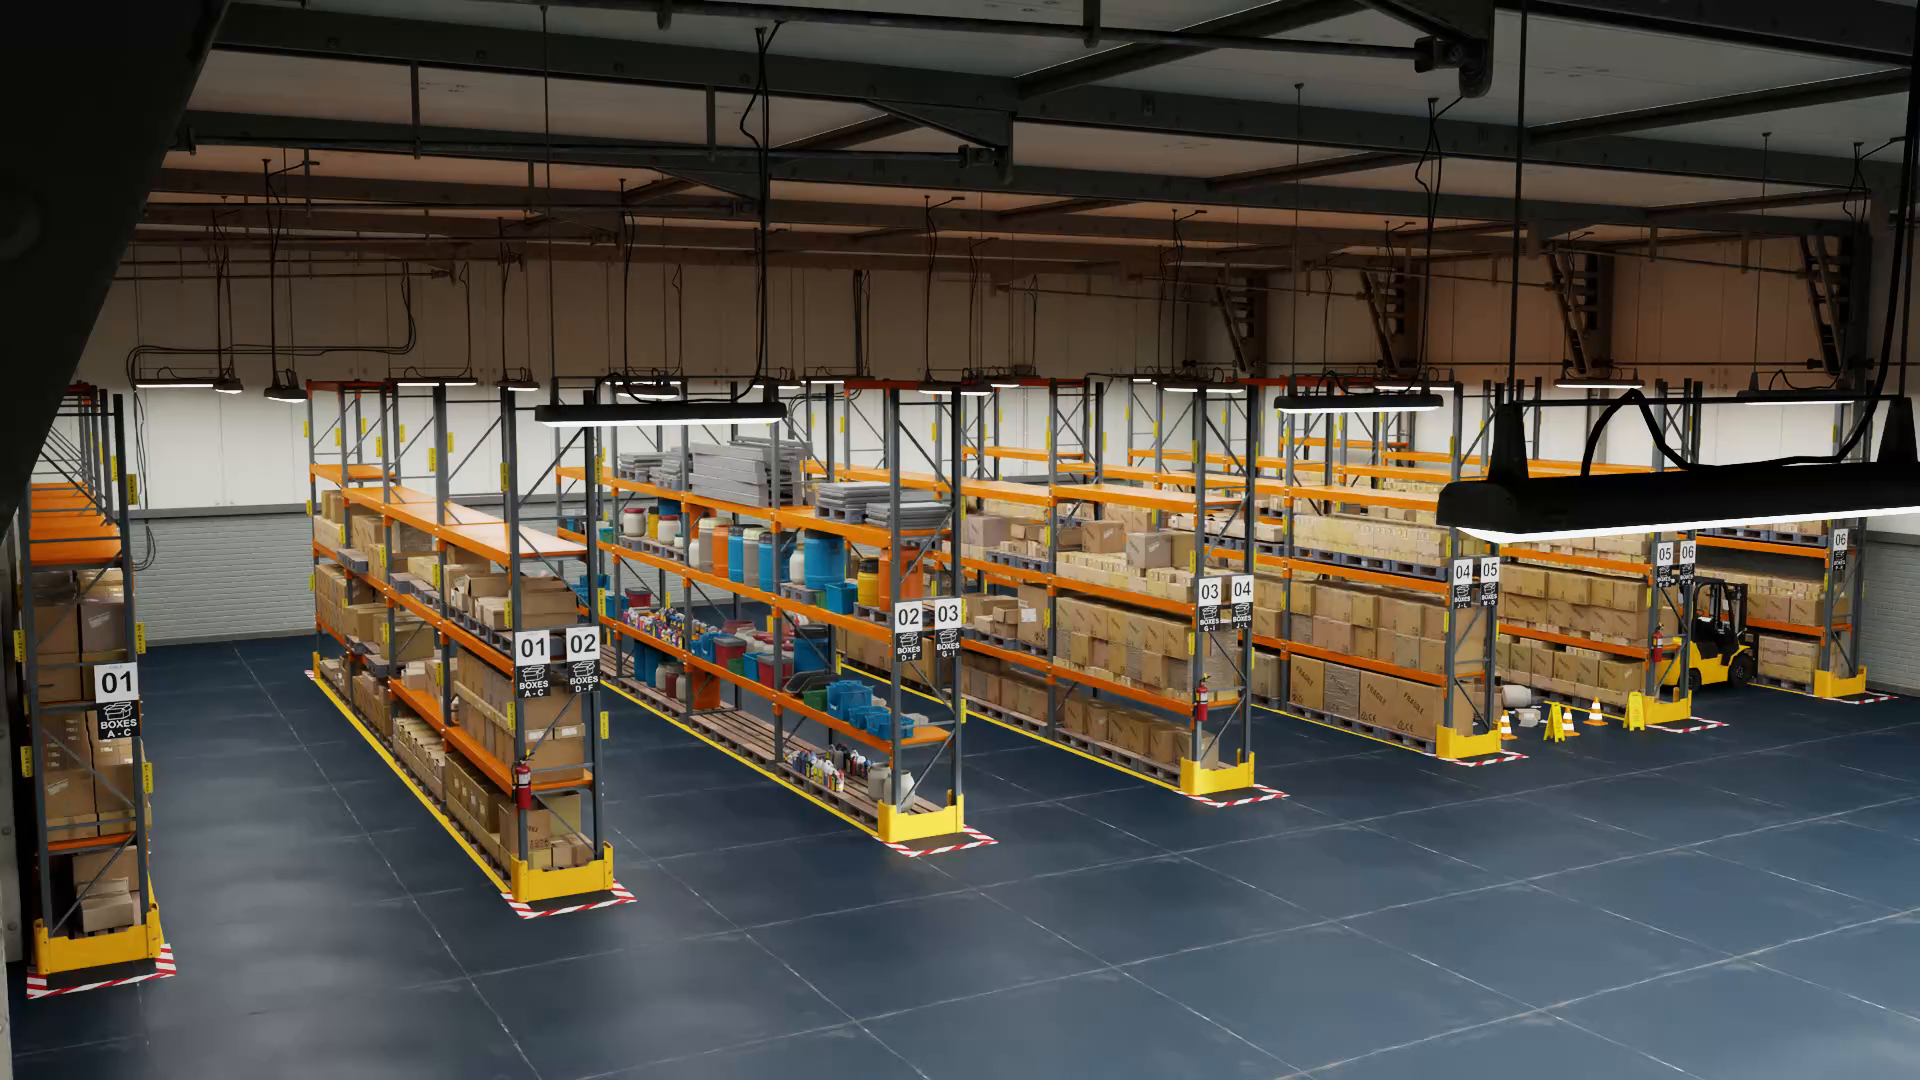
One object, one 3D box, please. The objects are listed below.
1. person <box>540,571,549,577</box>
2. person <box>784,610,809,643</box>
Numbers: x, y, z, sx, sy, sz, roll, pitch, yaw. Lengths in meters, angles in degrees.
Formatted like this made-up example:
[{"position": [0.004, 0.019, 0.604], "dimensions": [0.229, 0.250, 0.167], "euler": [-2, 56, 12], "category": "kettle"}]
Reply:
[{"position": [-9.195, 1.544, 37.008], "dimensions": [1.123, 1.736, 0.690], "euler": [-1, 6, -10], "category": "person"}, {"position": [-2.971, 1.868, 31.198], "dimensions": [0.676, 1.743, 1.029], "euler": [-5, 8, -39], "category": "person"}]
